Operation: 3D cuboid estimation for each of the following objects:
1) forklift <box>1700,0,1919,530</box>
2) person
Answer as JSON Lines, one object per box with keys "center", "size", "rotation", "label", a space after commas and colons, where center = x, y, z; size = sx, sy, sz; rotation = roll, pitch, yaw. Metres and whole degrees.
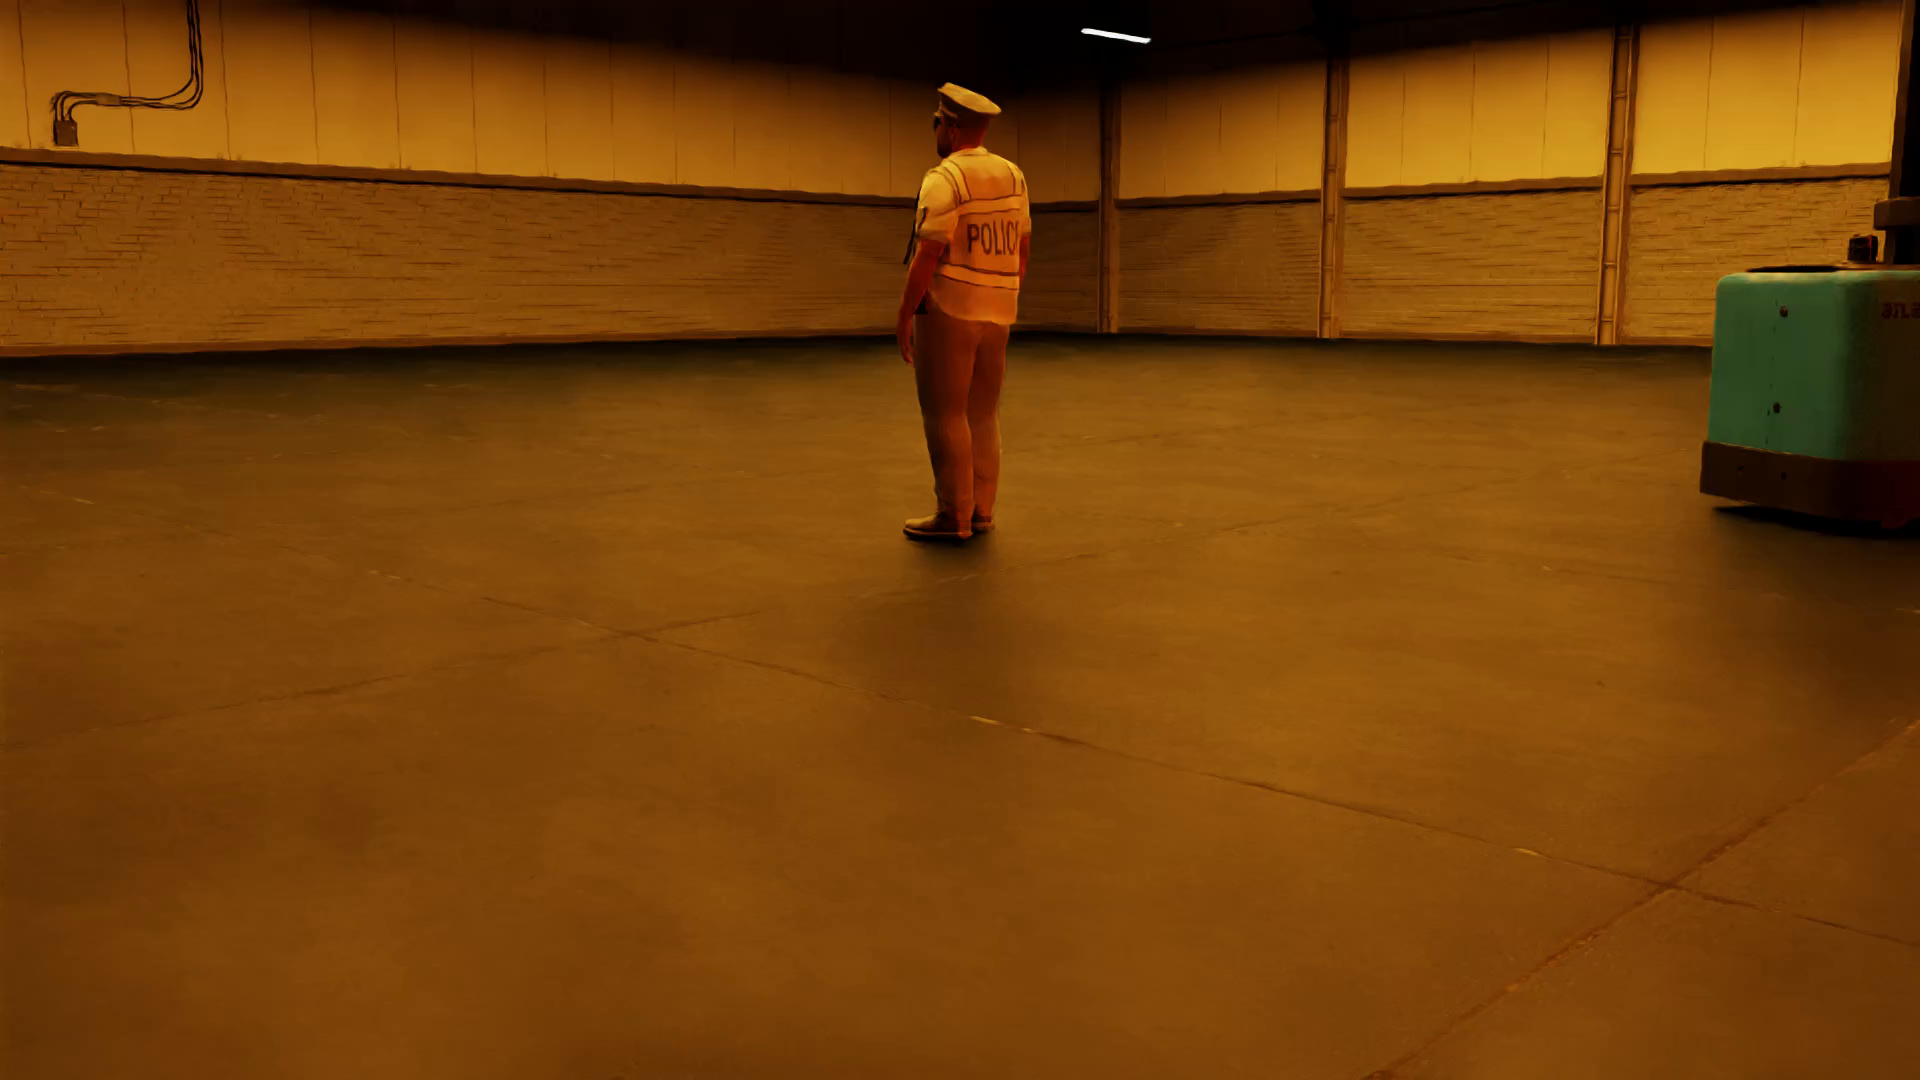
{"center": [4.991, -1.567, 7.282], "size": [3.031, 2.935, 1.130], "rotation": [-1, 9, -9], "label": "forklift"}
{"center": [-0.048, -0.897, 6.646], "size": [0.574, 1.778, 0.640], "rotation": [8, 12, 43], "label": "person"}
